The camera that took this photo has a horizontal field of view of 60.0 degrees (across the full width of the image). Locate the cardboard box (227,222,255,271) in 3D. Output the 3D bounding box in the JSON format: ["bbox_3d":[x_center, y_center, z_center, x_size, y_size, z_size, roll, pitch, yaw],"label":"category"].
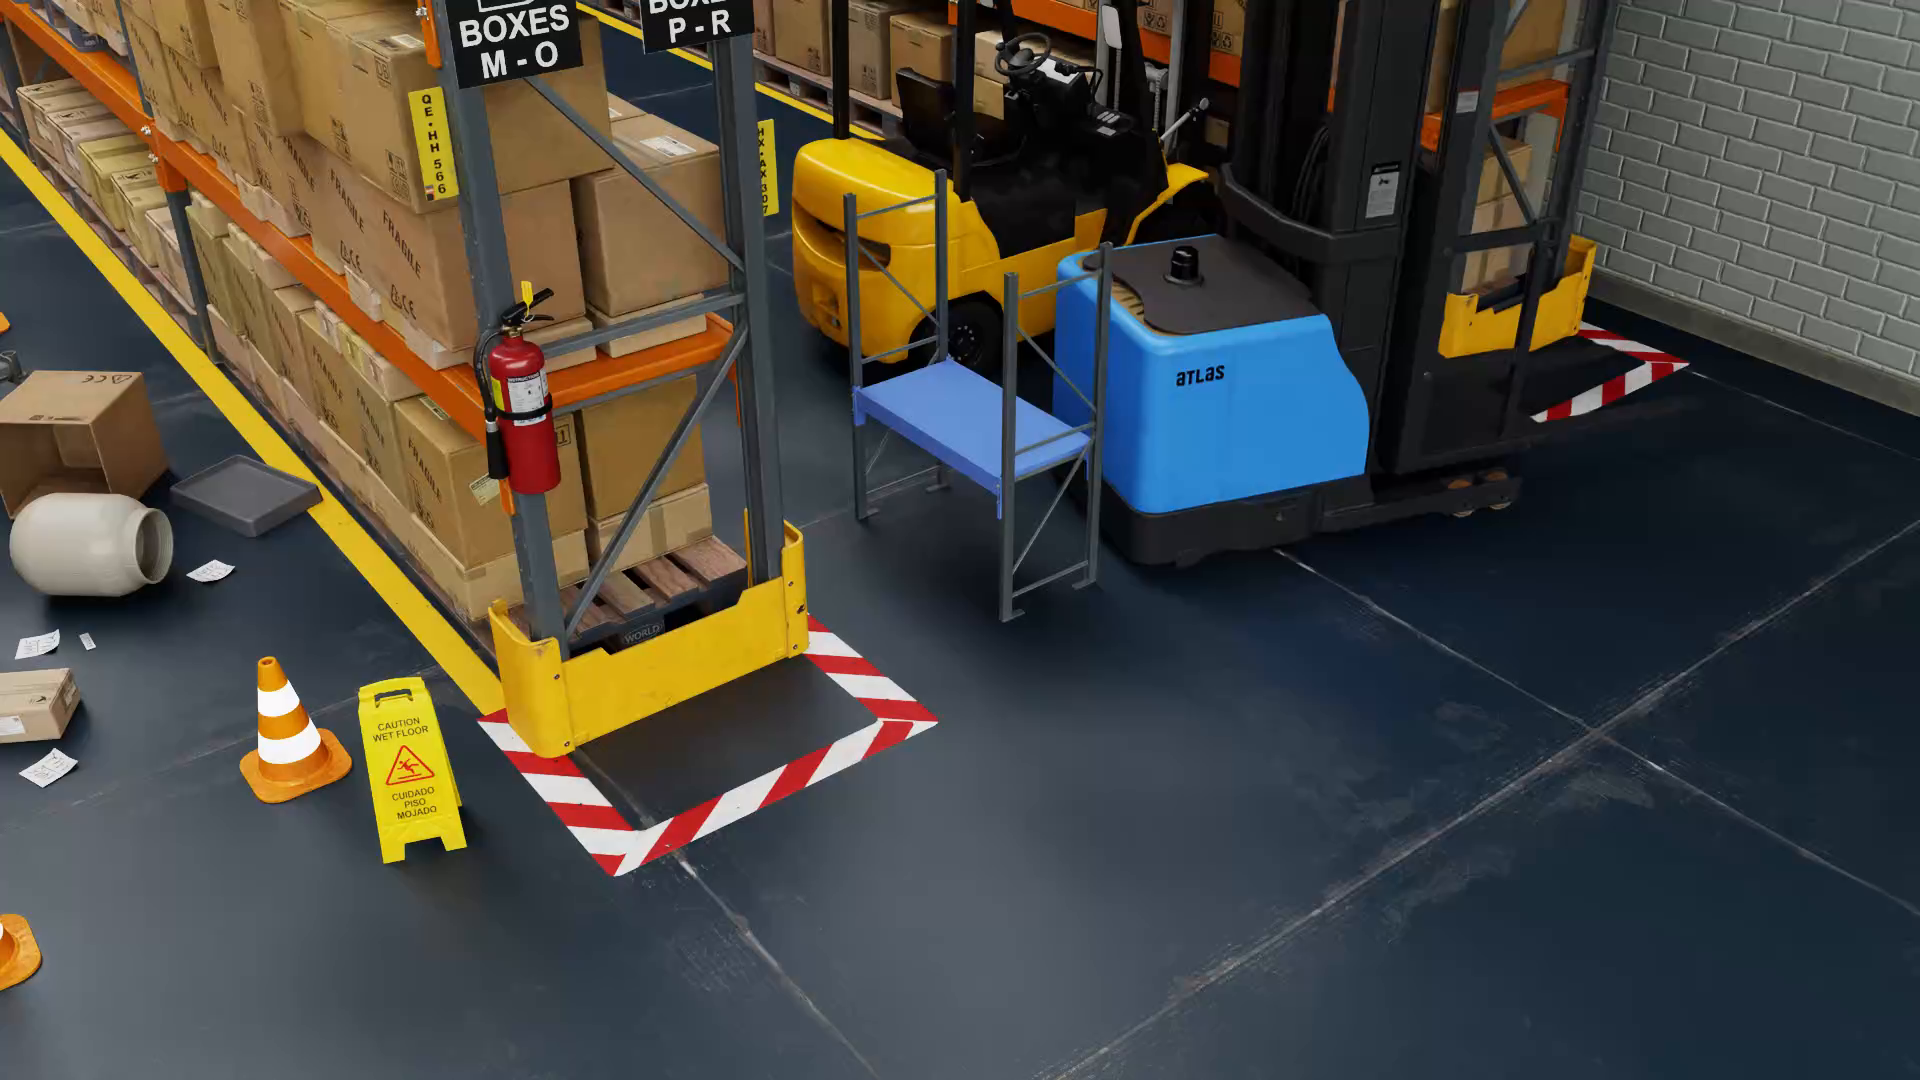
[{"bbox_3d":[-3.049,-1.357,7.474,0.380,0.149,0.250,-21,37,-30],"label":"cardboard box"}]

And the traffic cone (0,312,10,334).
[{"bbox_3d":[-5.410,-1.357,8.996,0.336,0.463,0.334,-22,38,-31],"label":"traffic cone"}]

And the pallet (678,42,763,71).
[{"bbox_3d":[-1.604,-4.105,13.659,1.003,0.211,1.213,-22,38,-31],"label":"pallet"}]

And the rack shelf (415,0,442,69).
[{"bbox_3d":[-2.317,-2.506,6.280,1.077,0.370,4.000,-22,38,-31],"label":"rack shelf"}]

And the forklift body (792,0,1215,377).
[{"bbox_3d":[0.224,-2.150,8.674,2.313,2.155,1.214,-22,38,-31],"label":"forklift body"}]

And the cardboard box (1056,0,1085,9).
[{"bbox_3d":[0.773,-3.539,10.011,0.500,0.500,0.500,-22,38,-31],"label":"cardboard box"}]

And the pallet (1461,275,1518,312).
[{"bbox_3d":[2.326,-1.432,9.355,1.003,0.211,1.213,-22,38,-31],"label":"pallet"}]

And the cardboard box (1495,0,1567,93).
[{"bbox_3d":[2.744,-2.650,8.578,0.500,0.500,0.500,-21,37,-30],"label":"cardboard box"}]

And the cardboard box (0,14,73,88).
[{"bbox_3d":[-6.354,-3.628,11.864,0.875,0.875,0.875,-23,38,-32],"label":"cardboard box"}]

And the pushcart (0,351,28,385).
[{"bbox_3d":[-5.314,-0.498,7.694,0.936,0.377,1.648,18,36,27],"label":"pushcart"}]

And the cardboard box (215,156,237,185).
[{"bbox_3d":[-3.097,-1.725,7.422,0.380,0.149,0.250,-21,38,-30],"label":"cardboard box"}]

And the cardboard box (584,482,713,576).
[{"bbox_3d":[-1.367,-0.139,6.839,0.500,0.250,0.500,-23,38,-32],"label":"cardboard box"}]

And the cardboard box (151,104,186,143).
[{"bbox_3d":[-3.604,-2.029,7.911,0.380,0.149,0.250,-22,38,-32],"label":"cardboard box"}]

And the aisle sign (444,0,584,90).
[{"bbox_3d":[-1.282,-1.688,4.661,0.394,0.787,0.004,-22,38,-31],"label":"aisle sign"}]

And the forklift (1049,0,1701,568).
[{"bbox_3d":[1.978,-1.598,7.045,3.031,2.935,1.130,-11,33,-17],"label":"forklift"}]

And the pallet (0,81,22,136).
[{"bbox_3d":[-6.420,-3.206,12.212,1.003,0.211,1.213,-22,38,-31],"label":"pallet"}]

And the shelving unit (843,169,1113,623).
[{"bbox_3d":[0.052,-0.602,6.797,0.538,1.500,1.048,-22,38,-31],"label":"shelving unit"}]

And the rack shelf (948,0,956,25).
[{"bbox_3d":[-0.851,-4.506,12.344,1.077,0.370,4.000,-22,38,-31],"label":"rack shelf"}]

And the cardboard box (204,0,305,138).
[{"bbox_3d":[-2.275,-1.832,6.032,0.700,0.500,0.500,-23,38,-32],"label":"cardboard box"}]

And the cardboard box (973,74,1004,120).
[{"bbox_3d":[0.428,-2.899,10.809,0.500,0.250,0.500,-22,38,-32],"label":"cardboard box"}]

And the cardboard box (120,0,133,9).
[{"bbox_3d":[-3.445,-2.710,7.447,0.700,0.500,0.500,-23,38,-32],"label":"cardboard box"}]

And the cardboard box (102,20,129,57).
[{"bbox_3d":[-4.077,-2.567,8.380,0.380,0.149,0.250,-22,38,-31],"label":"cardboard box"}]

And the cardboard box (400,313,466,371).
[{"bbox_3d":[-1.732,-0.753,5.857,0.380,0.149,0.250,-23,38,-32],"label":"cardboard box"}]

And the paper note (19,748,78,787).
[{"bbox_3d":[-3.243,0.808,5.920,0.142,0.019,0.148,18,36,27],"label":"paper note"}]

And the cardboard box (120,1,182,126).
[{"bbox_3d":[-3.494,-2.266,7.678,0.500,0.500,0.500,-22,38,-32],"label":"cardboard box"}]

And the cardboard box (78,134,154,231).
[{"bbox_3d":[-4.738,-2.238,10.103,0.950,0.372,0.625,-21,37,-30],"label":"cardboard box"}]

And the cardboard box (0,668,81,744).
[{"bbox_3d":[-3.490,0.615,6.118,0.380,0.149,0.250,-4,32,-7],"label":"cardboard box"}]

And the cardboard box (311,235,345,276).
[{"bbox_3d":[-2.329,-1.194,6.567,0.380,0.149,0.250,-23,38,-32],"label":"cardboard box"}]

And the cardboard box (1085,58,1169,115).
[{"bbox_3d":[1.044,-2.690,9.998,0.500,0.250,0.500,-21,37,-30],"label":"cardboard box"}]

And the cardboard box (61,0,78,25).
[{"bbox_3d":[-4.570,-2.884,8.890,0.380,0.149,0.250,-22,38,-31],"label":"cardboard box"}]

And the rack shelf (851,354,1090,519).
[{"bbox_3d":[0.052,-0.449,6.892,0.538,0.185,1.000,-22,38,-31],"label":"rack shelf"}]

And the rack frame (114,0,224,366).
[{"bbox_3d":[-3.544,-2.370,8.224,1.000,3.000,0.127,-22,38,-31],"label":"rack frame"}]

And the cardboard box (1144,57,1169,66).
[{"bbox_3d":[1.452,-2.849,10.255,0.500,0.250,0.500,-22,38,-31],"label":"cardboard box"}]

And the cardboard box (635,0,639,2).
[{"bbox_3d":[-2.507,-4.868,14.216,0.500,0.500,0.500,-21,38,-30],"label":"cardboard box"}]

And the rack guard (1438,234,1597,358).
[{"bbox_3d":[2.843,-1.239,8.771,1.175,0.500,0.348,-22,38,-31],"label":"rack guard"}]

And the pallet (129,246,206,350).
[{"bbox_3d":[-4.022,-1.510,9.481,1.003,0.211,1.213,-22,38,-31],"label":"pallet"}]

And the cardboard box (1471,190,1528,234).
[{"bbox_3d":[2.704,-1.797,9.034,0.500,0.250,0.500,-21,38,-31],"label":"cardboard box"}]

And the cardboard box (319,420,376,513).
[{"bbox_3d":[-2.436,-0.398,7.256,0.500,0.250,0.500,-24,39,-33],"label":"cardboard box"}]

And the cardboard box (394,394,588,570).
[{"bbox_3d":[-1.788,-0.282,6.358,0.500,0.500,0.500,-22,38,-31],"label":"cardboard box"}]

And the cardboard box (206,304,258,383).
[{"bbox_3d":[-3.395,-1.048,8.302,0.500,0.250,0.500,-24,39,-33],"label":"cardboard box"}]

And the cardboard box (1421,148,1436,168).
[{"bbox_3d":[2.299,-1.837,8.625,0.500,0.250,0.500,-21,37,-30],"label":"cardboard box"}]

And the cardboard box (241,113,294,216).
[{"bbox_3d":[-2.544,-1.646,6.681,0.500,0.500,0.500,-22,38,-31],"label":"cardboard box"}]

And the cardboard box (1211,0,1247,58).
[{"bbox_3d":[1.693,-2.906,8.991,0.500,0.500,0.500,-23,39,-32],"label":"cardboard box"}]

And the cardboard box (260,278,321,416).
[{"bbox_3d":[-2.741,-0.930,7.402,0.500,0.500,0.500,-20,37,-29],"label":"cardboard box"}]

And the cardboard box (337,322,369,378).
[{"bbox_3d":[-2.218,-0.794,6.569,0.380,0.149,0.250,-22,38,-31],"label":"cardboard box"}]

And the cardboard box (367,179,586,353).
[{"bbox_3d":[-1.641,-1.009,5.655,0.500,0.500,0.500,-23,39,-32],"label":"cardboard box"}]

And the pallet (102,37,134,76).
[{"bbox_3d":[-3.897,-2.655,8.863,1.003,0.211,1.213,-22,38,-31],"label":"pallet"}]

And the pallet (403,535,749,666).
[{"bbox_3d":[-1.608,0.100,6.890,1.003,0.211,1.213,-22,38,-31],"label":"pallet"}]

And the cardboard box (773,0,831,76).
[{"bbox_3d":[-0.886,-4.000,12.700,0.875,0.625,0.625,-24,39,-33],"label":"cardboard box"}]
